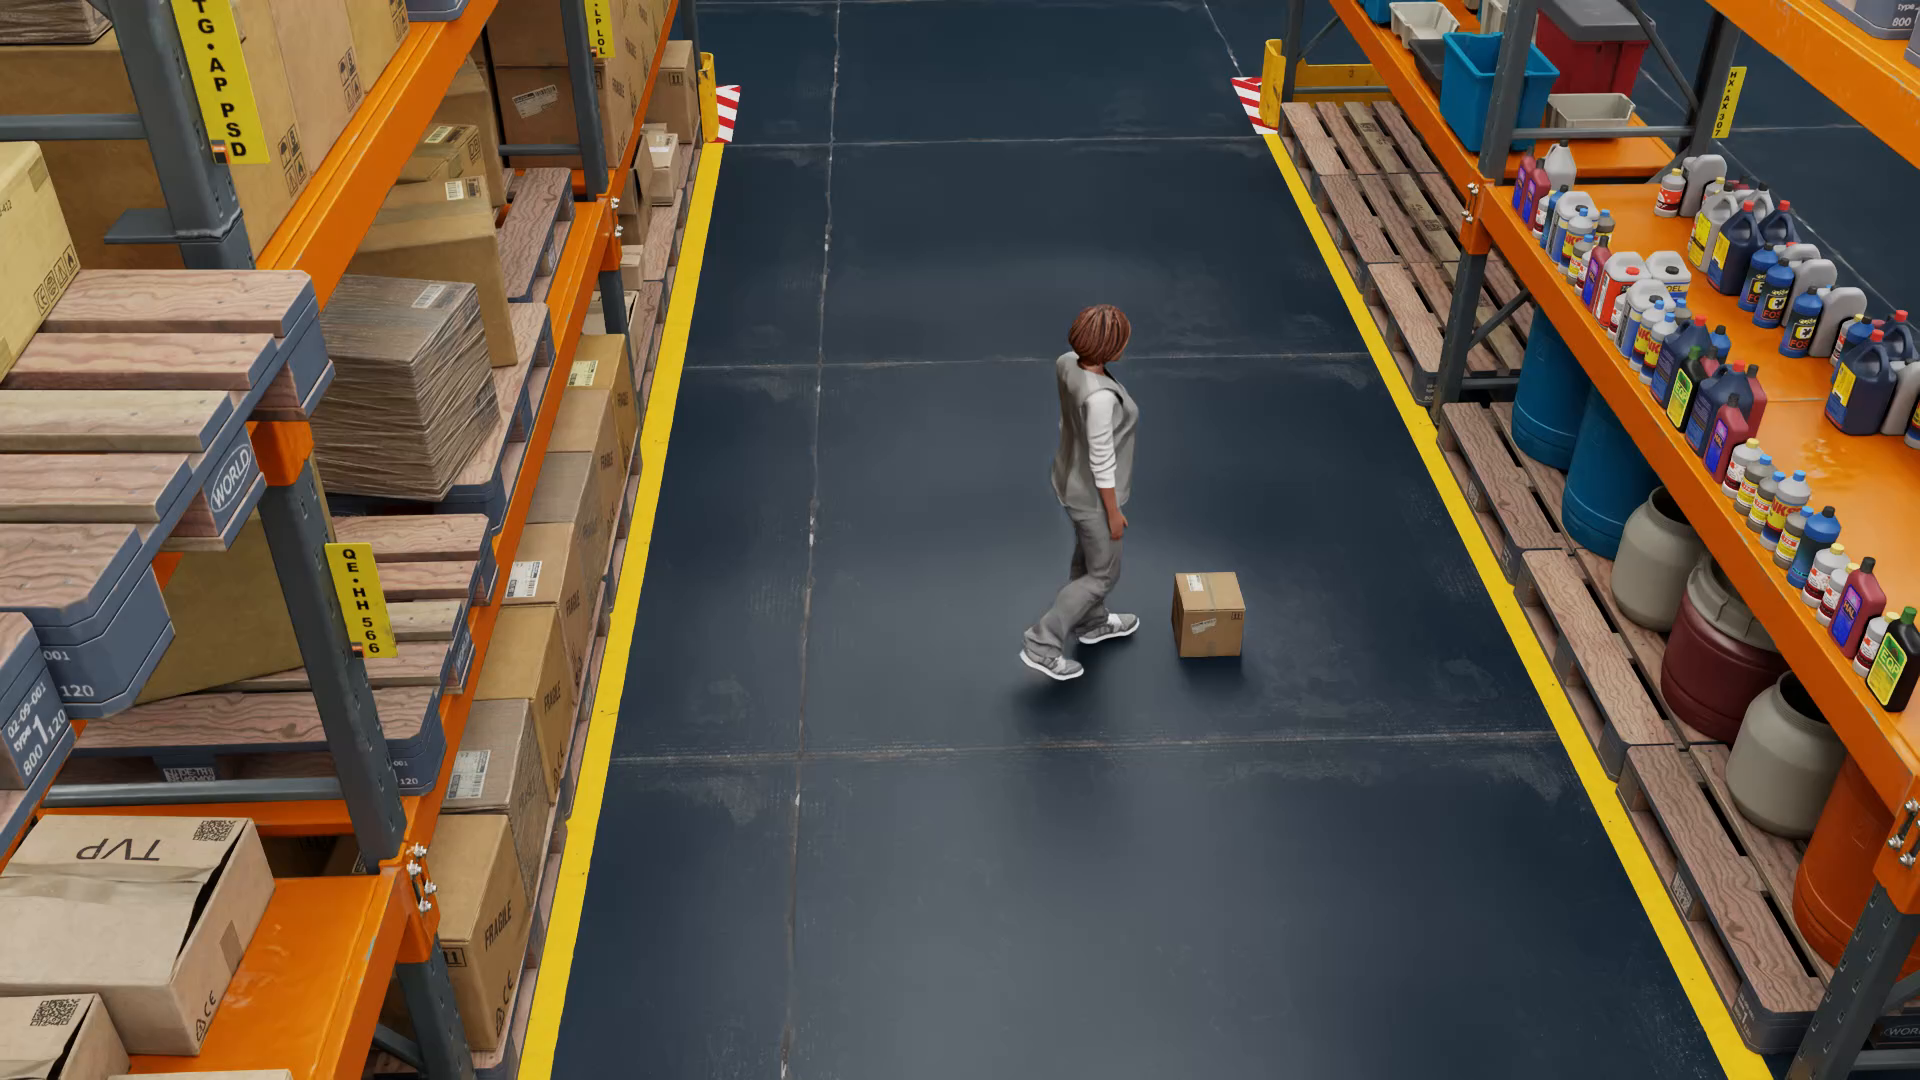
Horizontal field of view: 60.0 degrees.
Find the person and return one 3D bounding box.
[{"bbox_3d":[0.492,-0.189,6.389,0.567,1.587,0.433,-7,36,-10],"label":"person"}]
